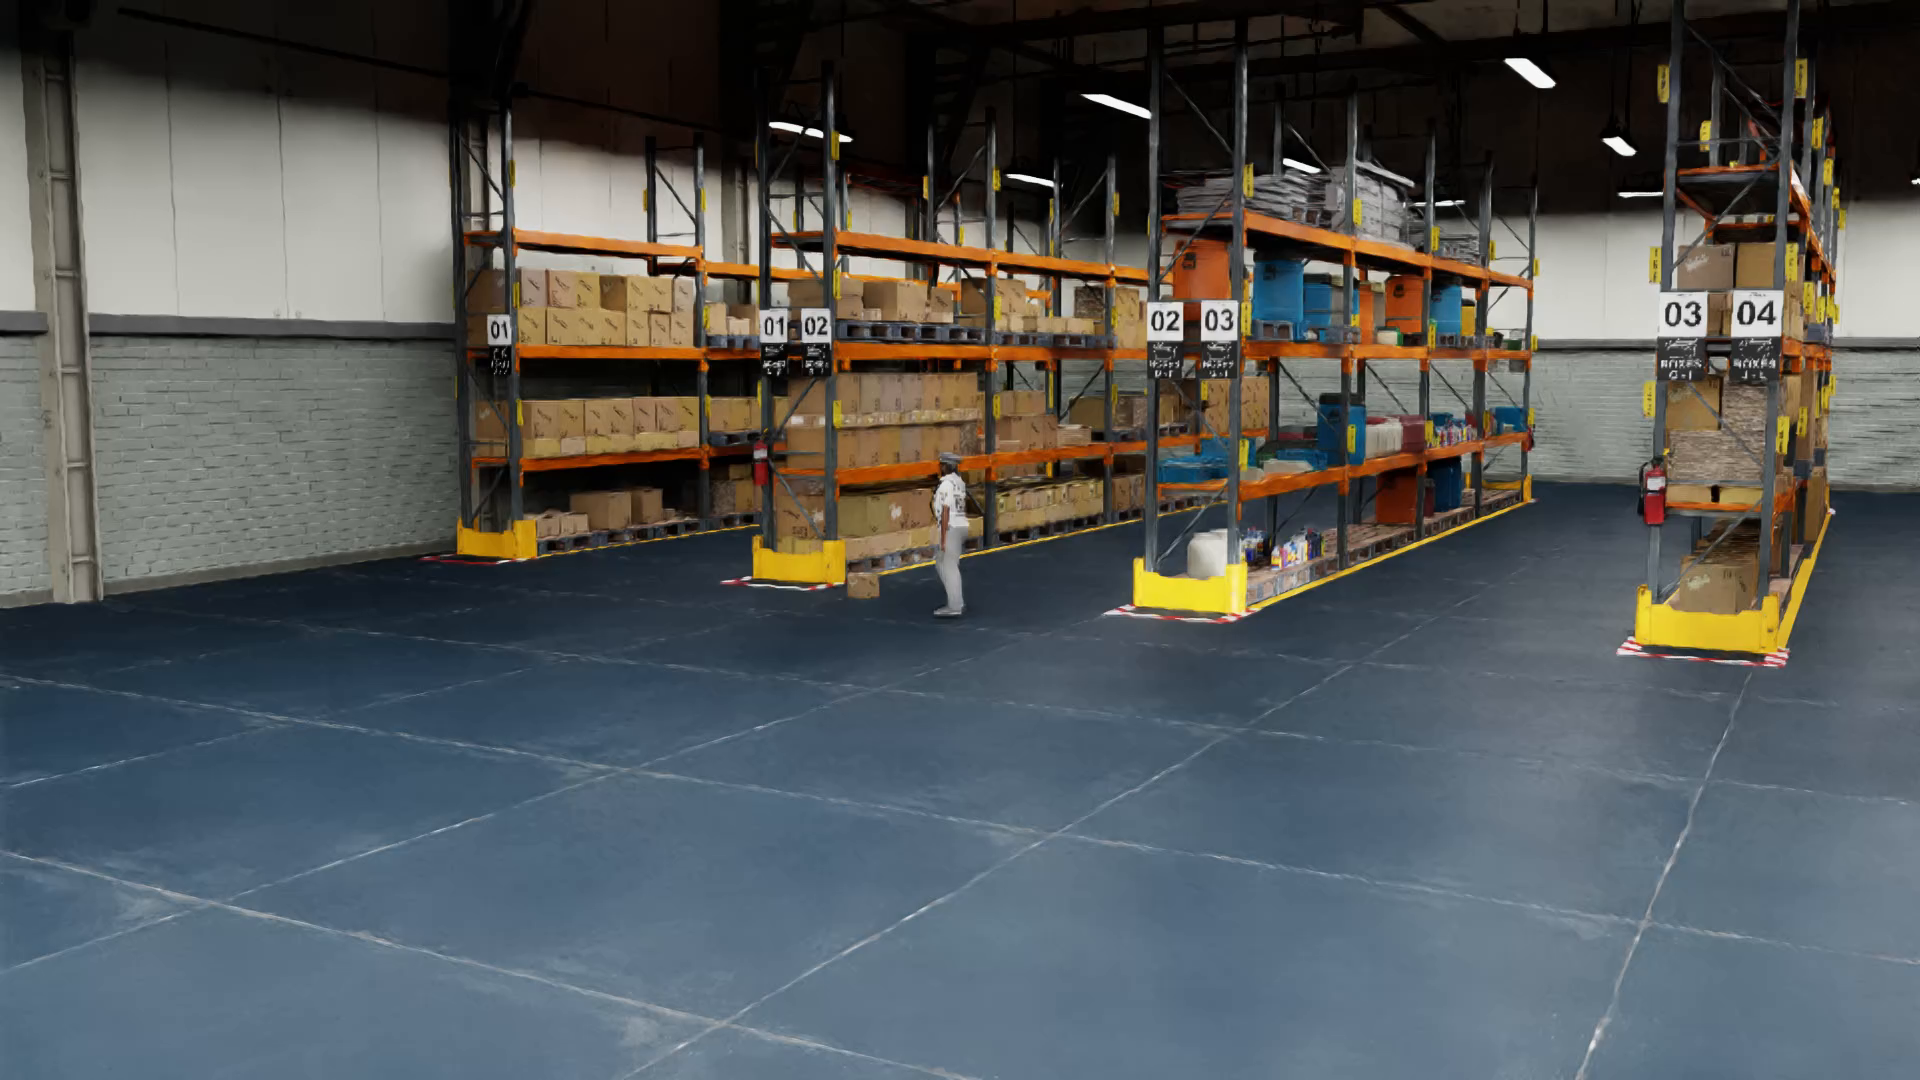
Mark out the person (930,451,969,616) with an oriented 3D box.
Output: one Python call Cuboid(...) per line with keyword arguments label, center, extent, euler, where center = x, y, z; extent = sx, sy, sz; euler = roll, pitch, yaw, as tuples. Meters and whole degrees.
Cuboid(label="person", center=(-0.107, -0.070, 16.944), extent=(0.383, 1.649, 0.551), euler=(2, 6, 17))
